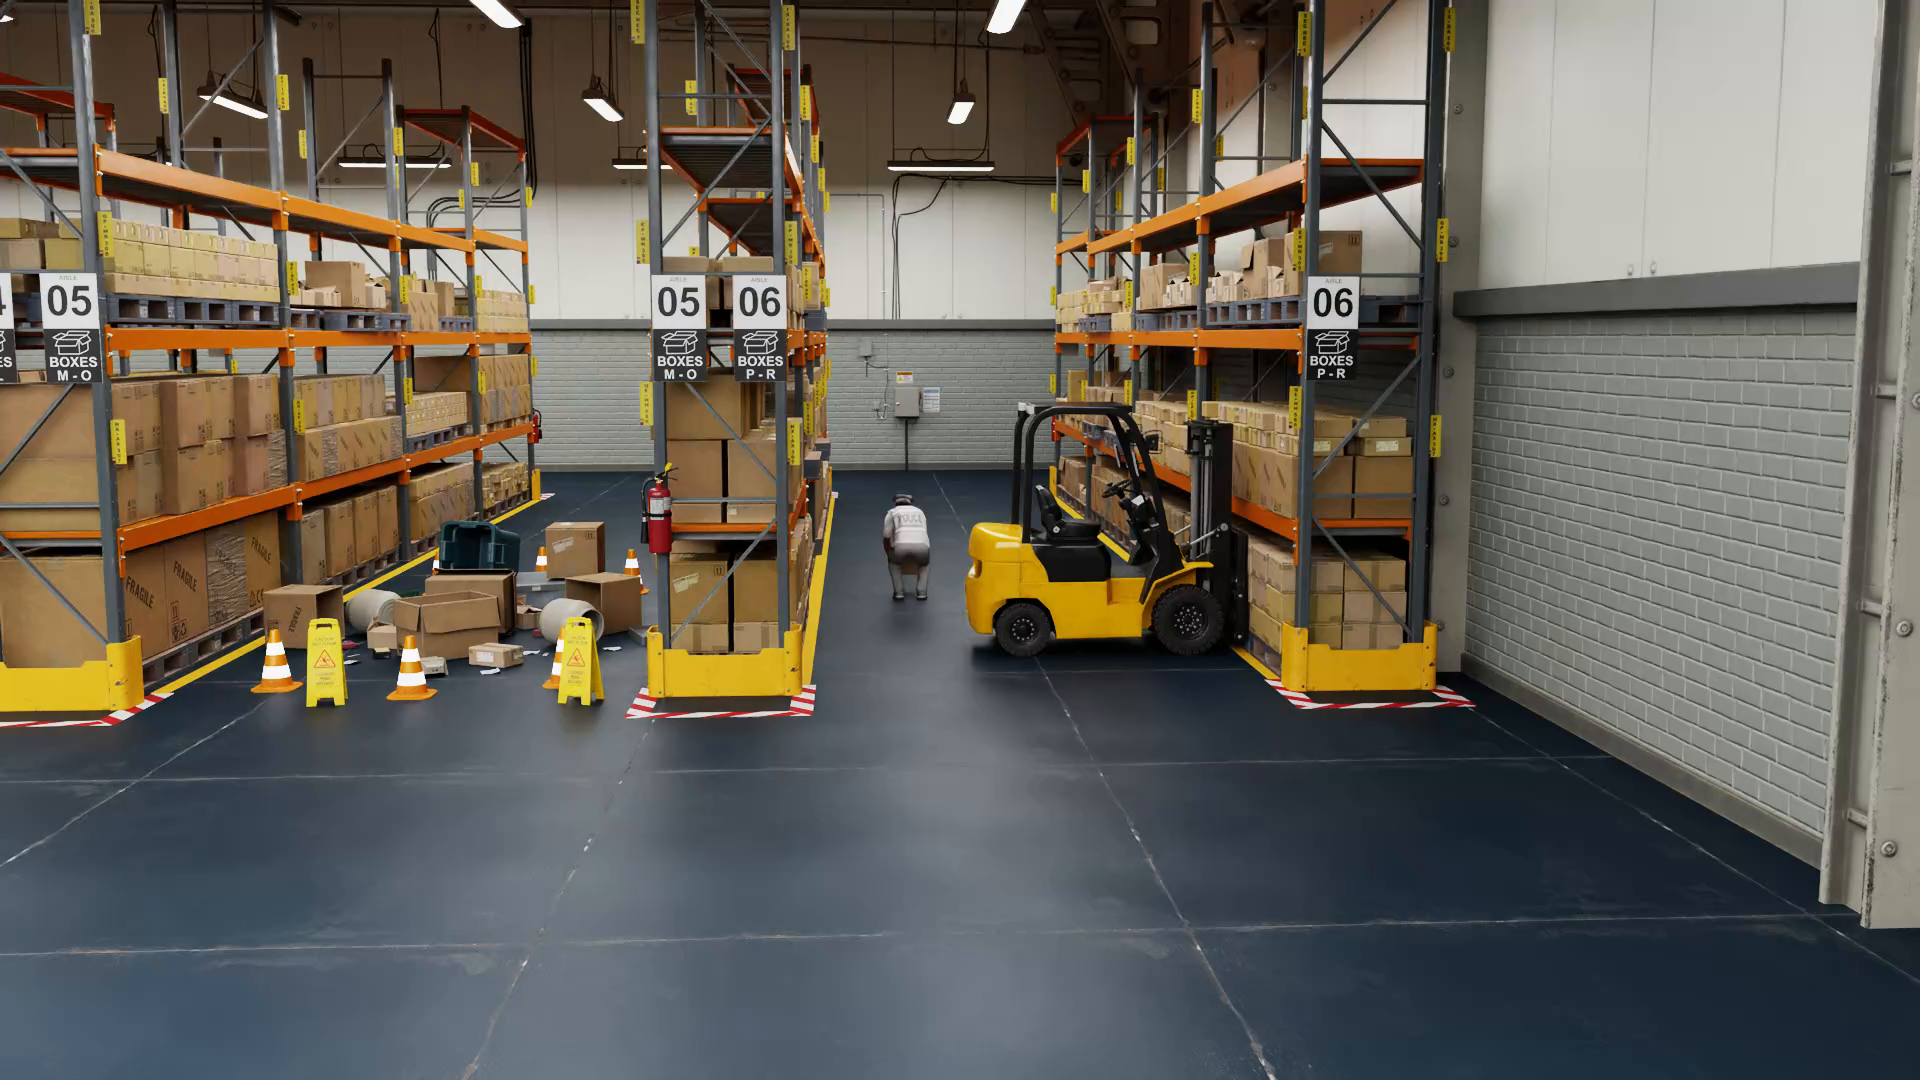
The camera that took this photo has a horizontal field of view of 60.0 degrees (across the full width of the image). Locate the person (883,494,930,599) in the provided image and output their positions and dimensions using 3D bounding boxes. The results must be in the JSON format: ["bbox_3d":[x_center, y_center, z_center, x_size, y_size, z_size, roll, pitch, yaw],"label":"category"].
[{"bbox_3d":[-0.565,0.071,17.617,0.493,1.076,0.826,0,7,-4],"label":"person"}]
